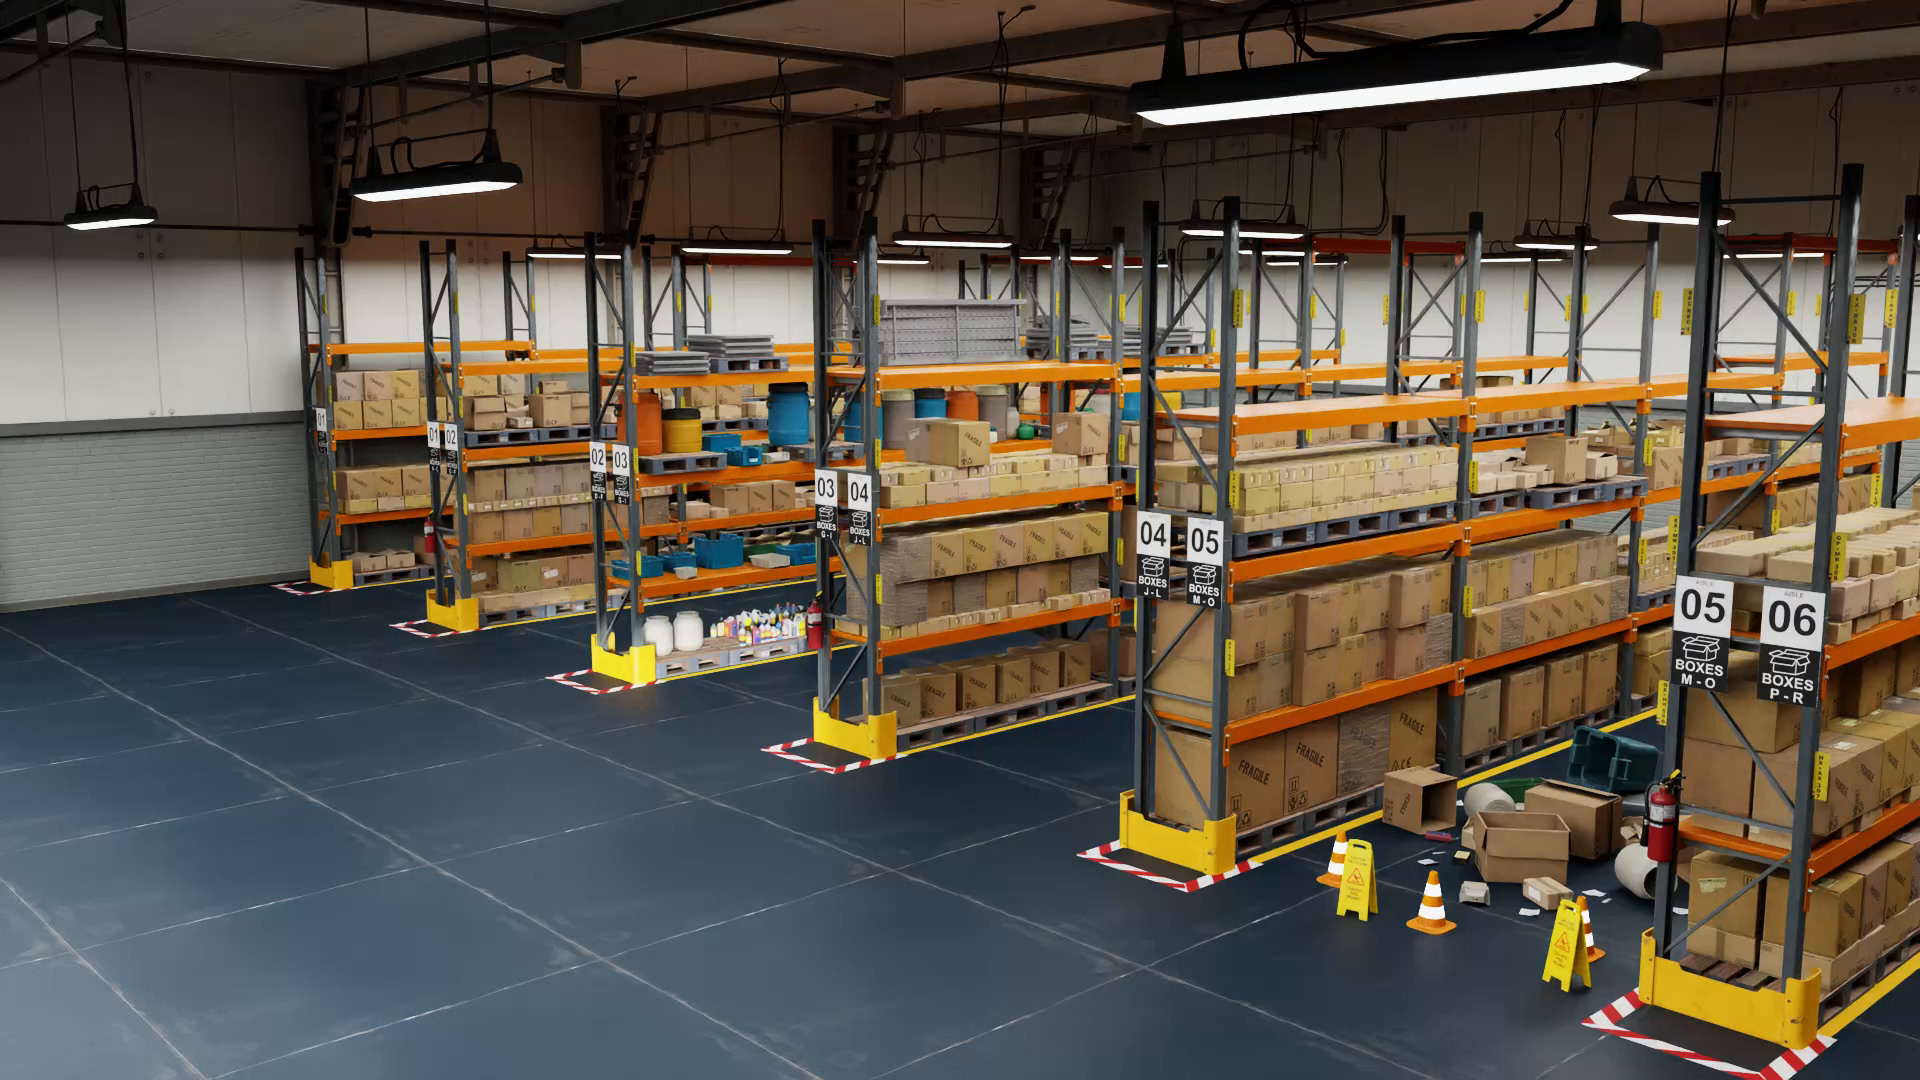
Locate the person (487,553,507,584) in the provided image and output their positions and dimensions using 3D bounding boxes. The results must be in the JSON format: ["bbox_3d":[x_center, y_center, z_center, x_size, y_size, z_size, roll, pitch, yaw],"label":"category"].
[{"bbox_3d":[-8.297,-0.016,29.366,0.571,1.769,0.628,-5,10,-30],"label":"person"}]

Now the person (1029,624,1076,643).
[{"bbox_3d":[1.253,0.851,23.370,0.700,1.575,0.504,-5,10,-28],"label":"person"}]
